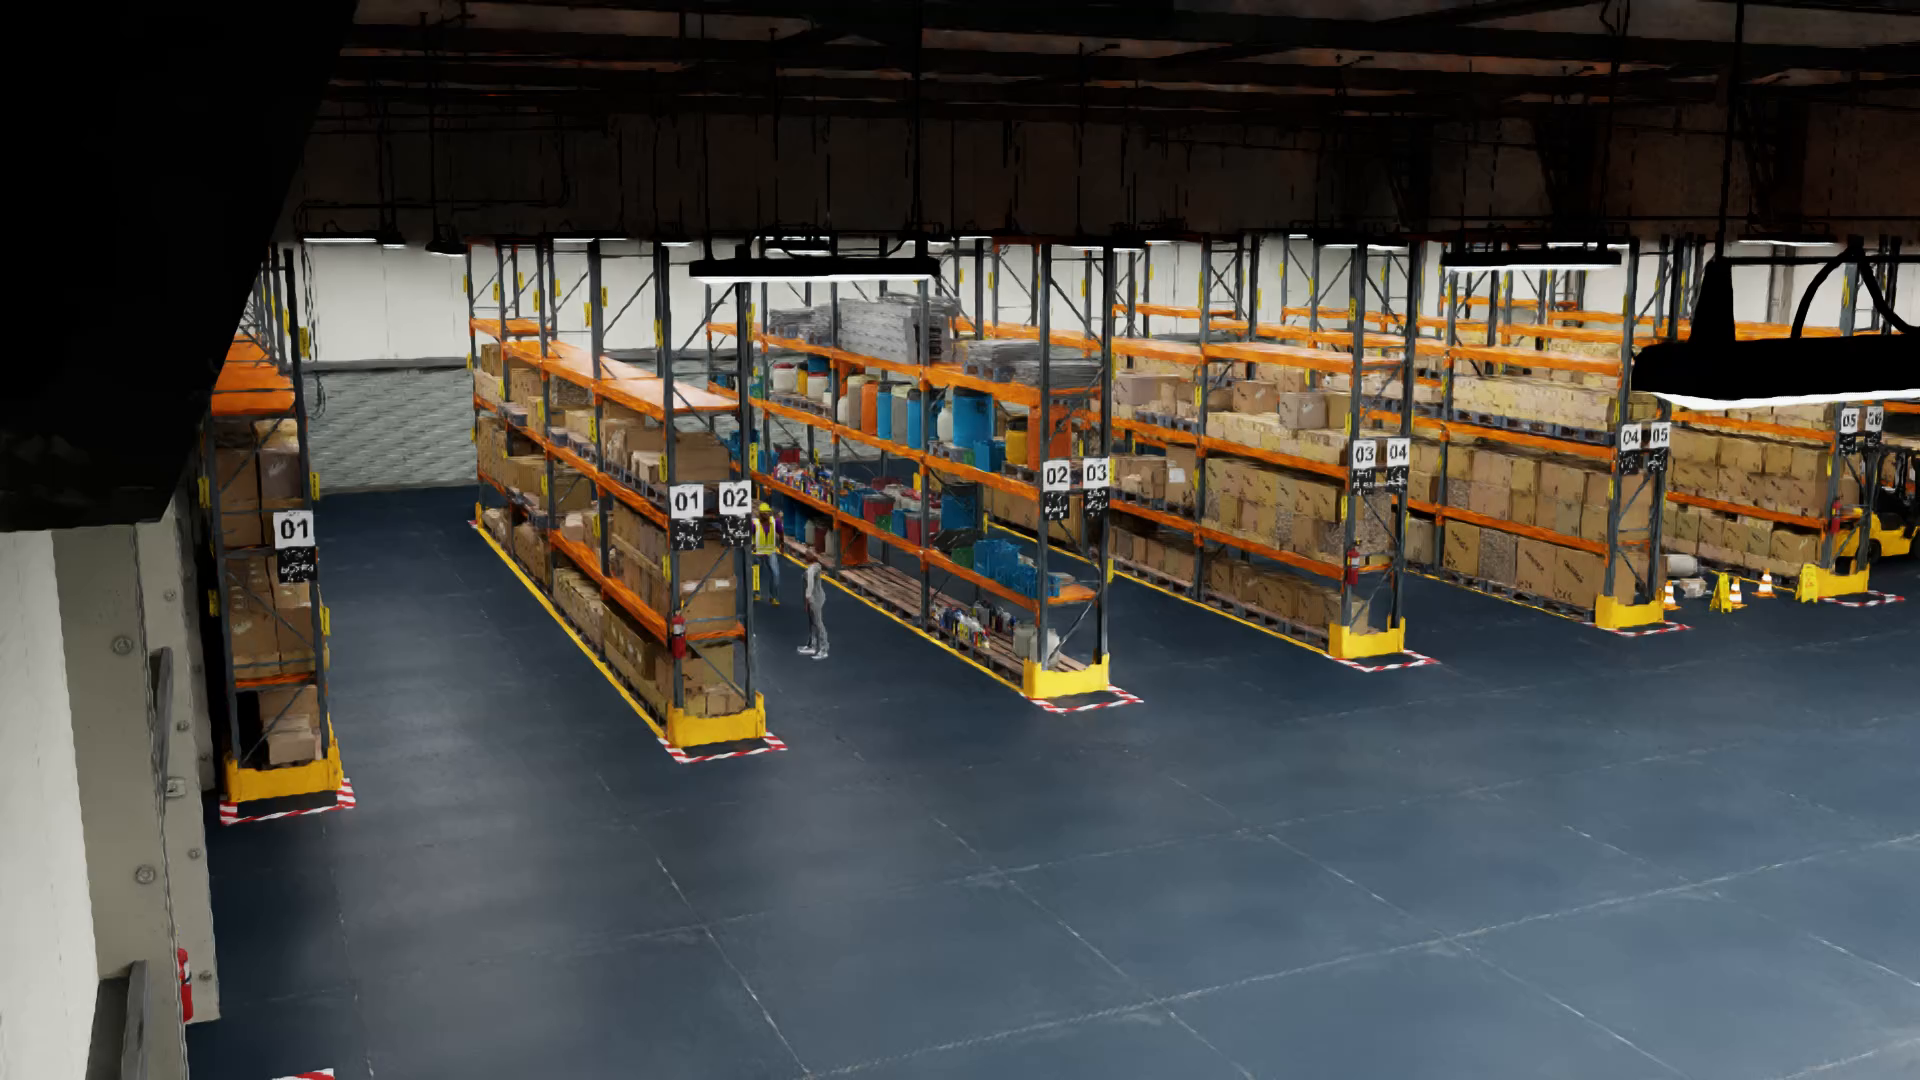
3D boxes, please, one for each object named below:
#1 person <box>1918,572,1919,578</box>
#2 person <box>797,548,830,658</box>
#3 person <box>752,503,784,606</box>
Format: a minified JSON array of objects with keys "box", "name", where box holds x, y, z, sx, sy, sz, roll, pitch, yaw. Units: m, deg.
[{"box":[17.130,0.026,28.761,0.457,1.606,1.070,-5,12,-25],"name":"person"},{"box":[-2.154,0.899,24.240,0.527,1.592,0.522,1,11,7],"name":"person"},{"box":[-3.237,0.204,27.590,0.738,1.702,0.830,-4,12,-18],"name":"person"}]
